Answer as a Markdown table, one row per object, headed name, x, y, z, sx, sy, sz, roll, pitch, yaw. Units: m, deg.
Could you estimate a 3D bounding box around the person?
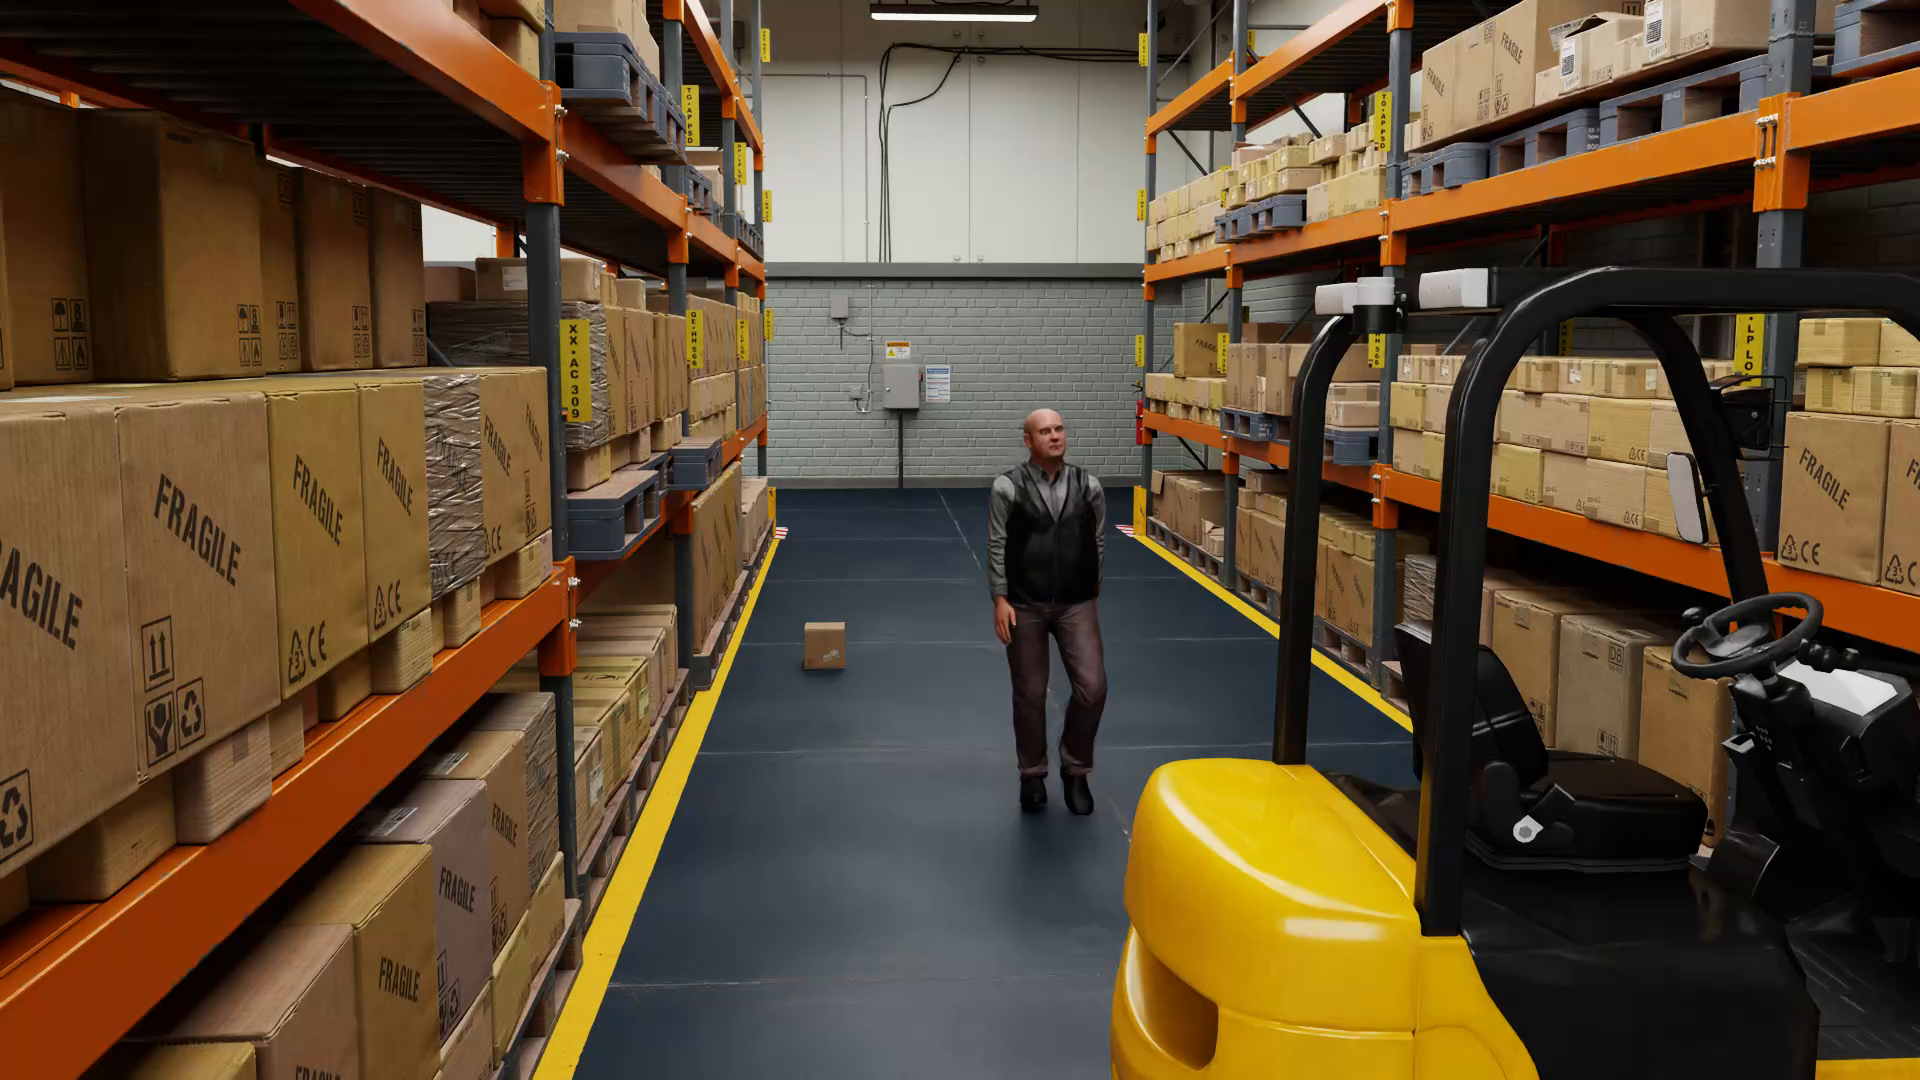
| name | x | y | z | sx | sy | sz | roll | pitch | yaw |
| --- | --- | --- | --- | --- | --- | --- | --- | --- | --- |
| person | 0.385 | 0.320 | 7.156 | 0.536 | 1.761 | 0.482 | -1 | 7 | -6 |
